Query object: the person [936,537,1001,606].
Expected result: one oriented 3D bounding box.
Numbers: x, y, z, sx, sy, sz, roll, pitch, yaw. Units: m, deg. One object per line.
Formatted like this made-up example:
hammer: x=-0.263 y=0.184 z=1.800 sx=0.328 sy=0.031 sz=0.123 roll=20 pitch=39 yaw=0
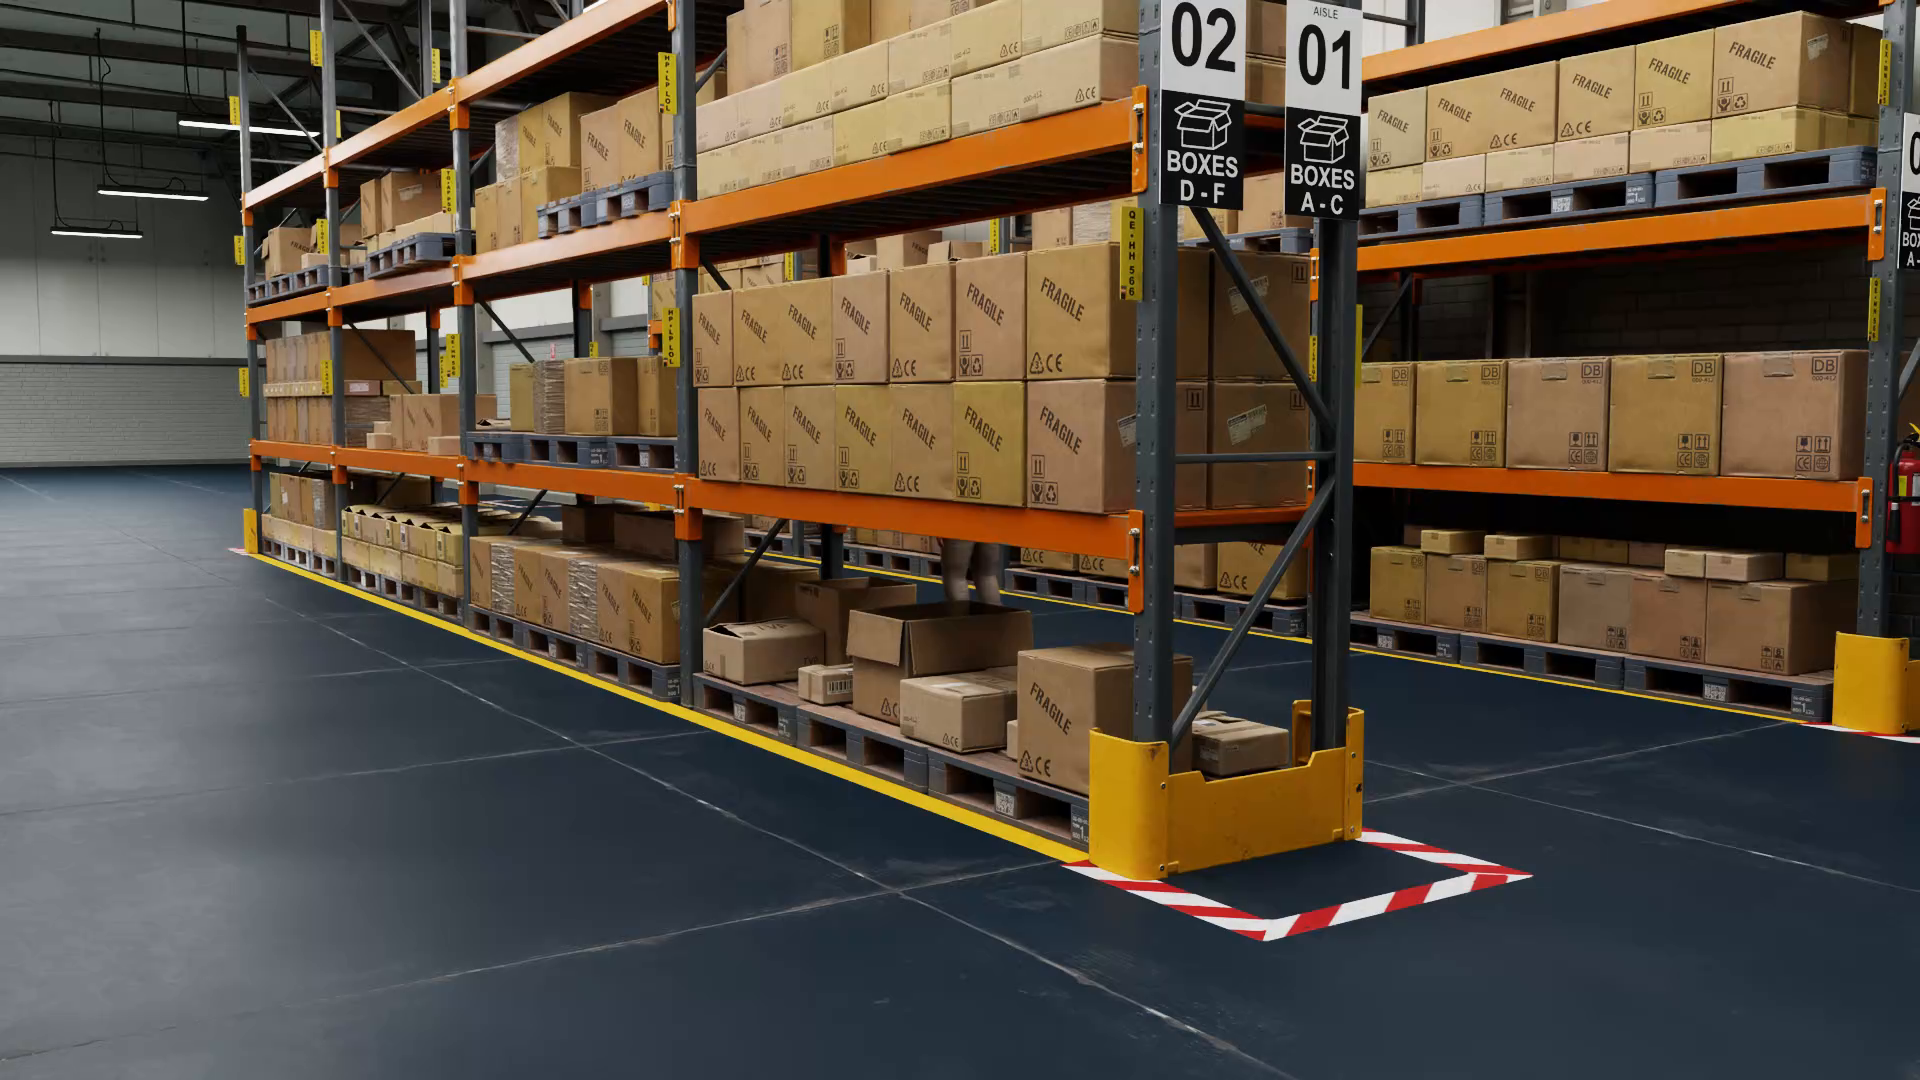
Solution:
person: x=0.048 y=-0.096 z=11.655 sx=0.526 sy=1.723 sz=0.361 roll=-3 pitch=5 yaw=-32
